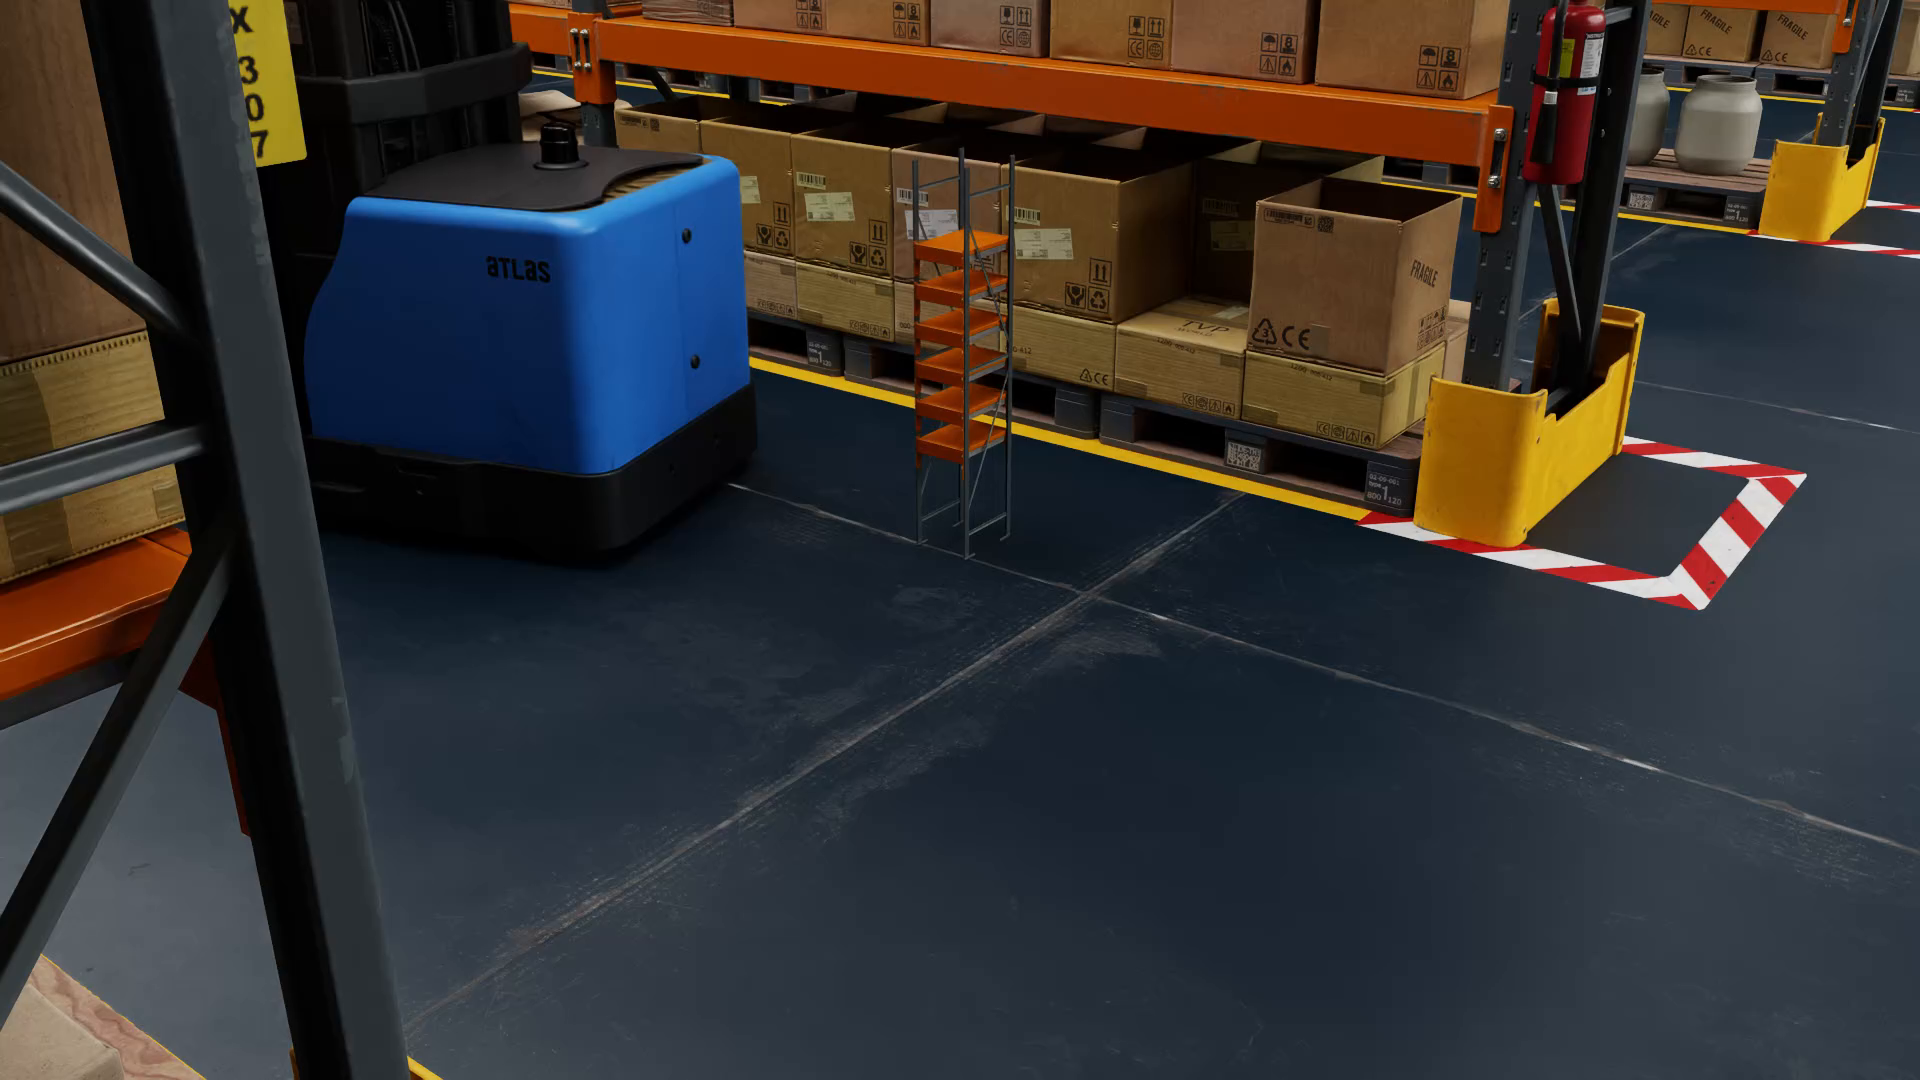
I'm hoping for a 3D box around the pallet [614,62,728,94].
[{"bbox_3d":[-2.176,-4.005,14.079,1.213,0.211,1.003,17,29,33],"label":"pallet"}]

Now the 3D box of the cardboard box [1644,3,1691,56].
[{"bbox_3d":[5.954,-4.413,14.125,0.500,0.500,0.500,14,27,29],"label":"cardboard box"}]

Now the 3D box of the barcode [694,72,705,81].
[{"bbox_3d":[-1.248,-2.233,7.961,0.075,0.075,0.001,17,29,33],"label":"barcode"}]

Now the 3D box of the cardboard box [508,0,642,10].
[{"bbox_3d":[-1.714,-2.576,7.563,0.500,0.250,0.500,19,30,36],"label":"cardboard box"}]

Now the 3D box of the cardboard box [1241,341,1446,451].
[{"bbox_3d":[1.301,-0.541,5.646,0.500,0.250,0.500,17,29,33],"label":"cardboard box"}]

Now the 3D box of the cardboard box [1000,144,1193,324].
[{"bbox_3d":[0.491,-1.120,6.032,0.500,0.500,0.500,17,29,33],"label":"cardboard box"}]

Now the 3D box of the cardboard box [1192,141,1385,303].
[{"bbox_3d":[1.210,-1.171,6.147,0.500,0.500,0.500,17,29,33],"label":"cardboard box"}]

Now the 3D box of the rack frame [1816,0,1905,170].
[{"bbox_3d":[4.881,-3.170,8.724,0.127,3.000,1.000,17,29,33],"label":"rack frame"}]

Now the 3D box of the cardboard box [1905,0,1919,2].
[{"bbox_3d":[9.620,-5.918,17.076,0.875,0.875,0.875,16,29,32],"label":"cardboard box"}]

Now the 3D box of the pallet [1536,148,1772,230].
[{"bbox_3d":[4.145,-2.095,9.743,1.213,0.211,1.003,17,29,33],"label":"pallet"}]

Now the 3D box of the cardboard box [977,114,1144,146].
[{"bbox_3d":[0.413,-1.415,6.700,0.500,0.500,0.500,17,29,33],"label":"cardboard box"}]

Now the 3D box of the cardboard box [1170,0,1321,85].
[{"bbox_3d":[1.118,-1.861,5.629,0.500,0.500,0.700,18,29,35],"label":"cardboard box"}]

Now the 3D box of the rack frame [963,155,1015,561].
[{"bbox_3d":[0.085,-0.523,4.950,0.006,1.200,0.240,17,29,33],"label":"rack frame"}]

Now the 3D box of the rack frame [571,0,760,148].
[{"bbox_3d":[-1.293,-2.540,7.294,0.127,3.000,1.000,17,29,33],"label":"rack frame"}]

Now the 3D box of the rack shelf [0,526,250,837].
[{"bbox_3d":[-2.661,-0.128,2.712,4.000,0.370,1.077,17,29,33],"label":"rack shelf"}]

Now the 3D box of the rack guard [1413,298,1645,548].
[{"bbox_3d":[1.927,-0.423,5.590,0.348,0.500,1.175,17,29,33],"label":"rack guard"}]

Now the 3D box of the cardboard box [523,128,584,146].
[{"bbox_3d":[-1.789,-1.736,7.663,0.500,0.311,0.500,17,29,33],"label":"cardboard box"}]

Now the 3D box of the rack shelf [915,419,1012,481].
[{"bbox_3d":[0.012,-0.285,5.115,0.180,0.103,0.258,17,29,33],"label":"rack shelf"}]

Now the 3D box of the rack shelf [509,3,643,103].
[{"bbox_3d":[-2.894,-2.694,8.537,4.000,0.370,1.077,17,29,33],"label":"rack shelf"}]

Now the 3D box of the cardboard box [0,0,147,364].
[{"bbox_3d":[-1.262,-0.469,1.826,0.500,0.500,0.500,17,29,33],"label":"cardboard box"}]

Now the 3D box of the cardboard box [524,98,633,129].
[{"bbox_3d":[-1.872,-2.033,8.339,0.500,0.311,0.500,16,29,33],"label":"cardboard box"}]

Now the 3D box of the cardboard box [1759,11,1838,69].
[{"bbox_3d":[6.863,-4.106,13.428,0.500,0.500,0.500,-17,29,-34],"label":"cardboard box"}]

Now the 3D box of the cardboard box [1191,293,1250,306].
[{"bbox_3d":[1.209,-0.828,6.297,0.500,0.250,0.500,17,29,33],"label":"cardboard box"}]

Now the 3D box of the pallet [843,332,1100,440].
[{"bbox_3d":[0.298,-0.763,6.720,1.213,0.211,1.003,17,29,33],"label":"pallet"}]

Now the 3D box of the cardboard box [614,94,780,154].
[{"bbox_3d":[-1.110,-1.604,7.129,0.500,0.500,0.500,17,29,33],"label":"cardboard box"}]

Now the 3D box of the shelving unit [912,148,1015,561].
[{"bbox_3d":[0.012,-0.546,5.000,0.189,1.200,0.258,17,29,33],"label":"shelving unit"}]

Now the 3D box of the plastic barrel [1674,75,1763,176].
[{"bbox_3d":[4.309,-2.358,9.446,0.421,0.512,0.421,0,24,0],"label":"plastic barrel"}]

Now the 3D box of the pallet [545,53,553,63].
[{"bbox_3d":[-4.129,-4.595,15.418,1.213,0.211,1.003,17,29,33],"label":"pallet"}]

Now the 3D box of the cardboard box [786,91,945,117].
[{"bbox_3d":[-0.398,-1.651,7.235,0.500,0.500,0.500,17,29,33],"label":"cardboard box"}]

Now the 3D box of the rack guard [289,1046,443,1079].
[{"bbox_3d":[-1.121,1.152,2.015,0.348,0.500,1.175,17,29,33],"label":"rack guard"}]

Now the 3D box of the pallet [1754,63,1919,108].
[{"bbox_3d":[7.162,-3.718,13.426,1.213,0.211,1.003,17,29,33],"label":"pallet"}]

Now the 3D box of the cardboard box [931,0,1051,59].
[{"bbox_3d":[0.301,-2.109,6.192,0.500,0.500,0.700,18,29,35],"label":"cardboard box"}]

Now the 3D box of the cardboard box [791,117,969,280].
[{"bbox_3d":[-0.310,-1.362,6.580,0.500,0.500,0.500,17,29,33],"label":"cardboard box"}]

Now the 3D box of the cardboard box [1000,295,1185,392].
[{"bbox_3d":[0.493,-0.778,6.185,0.500,0.250,0.500,17,29,33],"label":"cardboard box"}]

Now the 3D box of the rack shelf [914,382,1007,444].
[{"bbox_3d":[0.012,-0.395,5.066,0.180,0.103,0.258,17,29,33],"label":"rack shelf"}]

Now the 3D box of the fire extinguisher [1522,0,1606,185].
[{"bbox_3d":[1.723,-1.359,4.709,0.183,0.674,0.296,17,29,33],"label":"fire extinguisher"}]

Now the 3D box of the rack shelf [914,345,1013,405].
[{"bbox_3d":[0.012,-0.505,5.018,0.180,0.103,0.258,17,29,33],"label":"rack shelf"}]

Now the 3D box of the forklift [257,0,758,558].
[{"bbox_3d":[-2.277,-1.640,5.338,3.031,2.935,1.130,8,25,19],"label":"forklift"}]

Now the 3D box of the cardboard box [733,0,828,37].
[{"bbox_3d":[-0.509,-2.355,6.750,0.500,0.500,0.700,16,29,33],"label":"cardboard box"}]

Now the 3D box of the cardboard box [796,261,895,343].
[{"bbox_3d":[-0.310,-1.019,6.731,0.500,0.250,0.500,17,29,33],"label":"cardboard box"}]
